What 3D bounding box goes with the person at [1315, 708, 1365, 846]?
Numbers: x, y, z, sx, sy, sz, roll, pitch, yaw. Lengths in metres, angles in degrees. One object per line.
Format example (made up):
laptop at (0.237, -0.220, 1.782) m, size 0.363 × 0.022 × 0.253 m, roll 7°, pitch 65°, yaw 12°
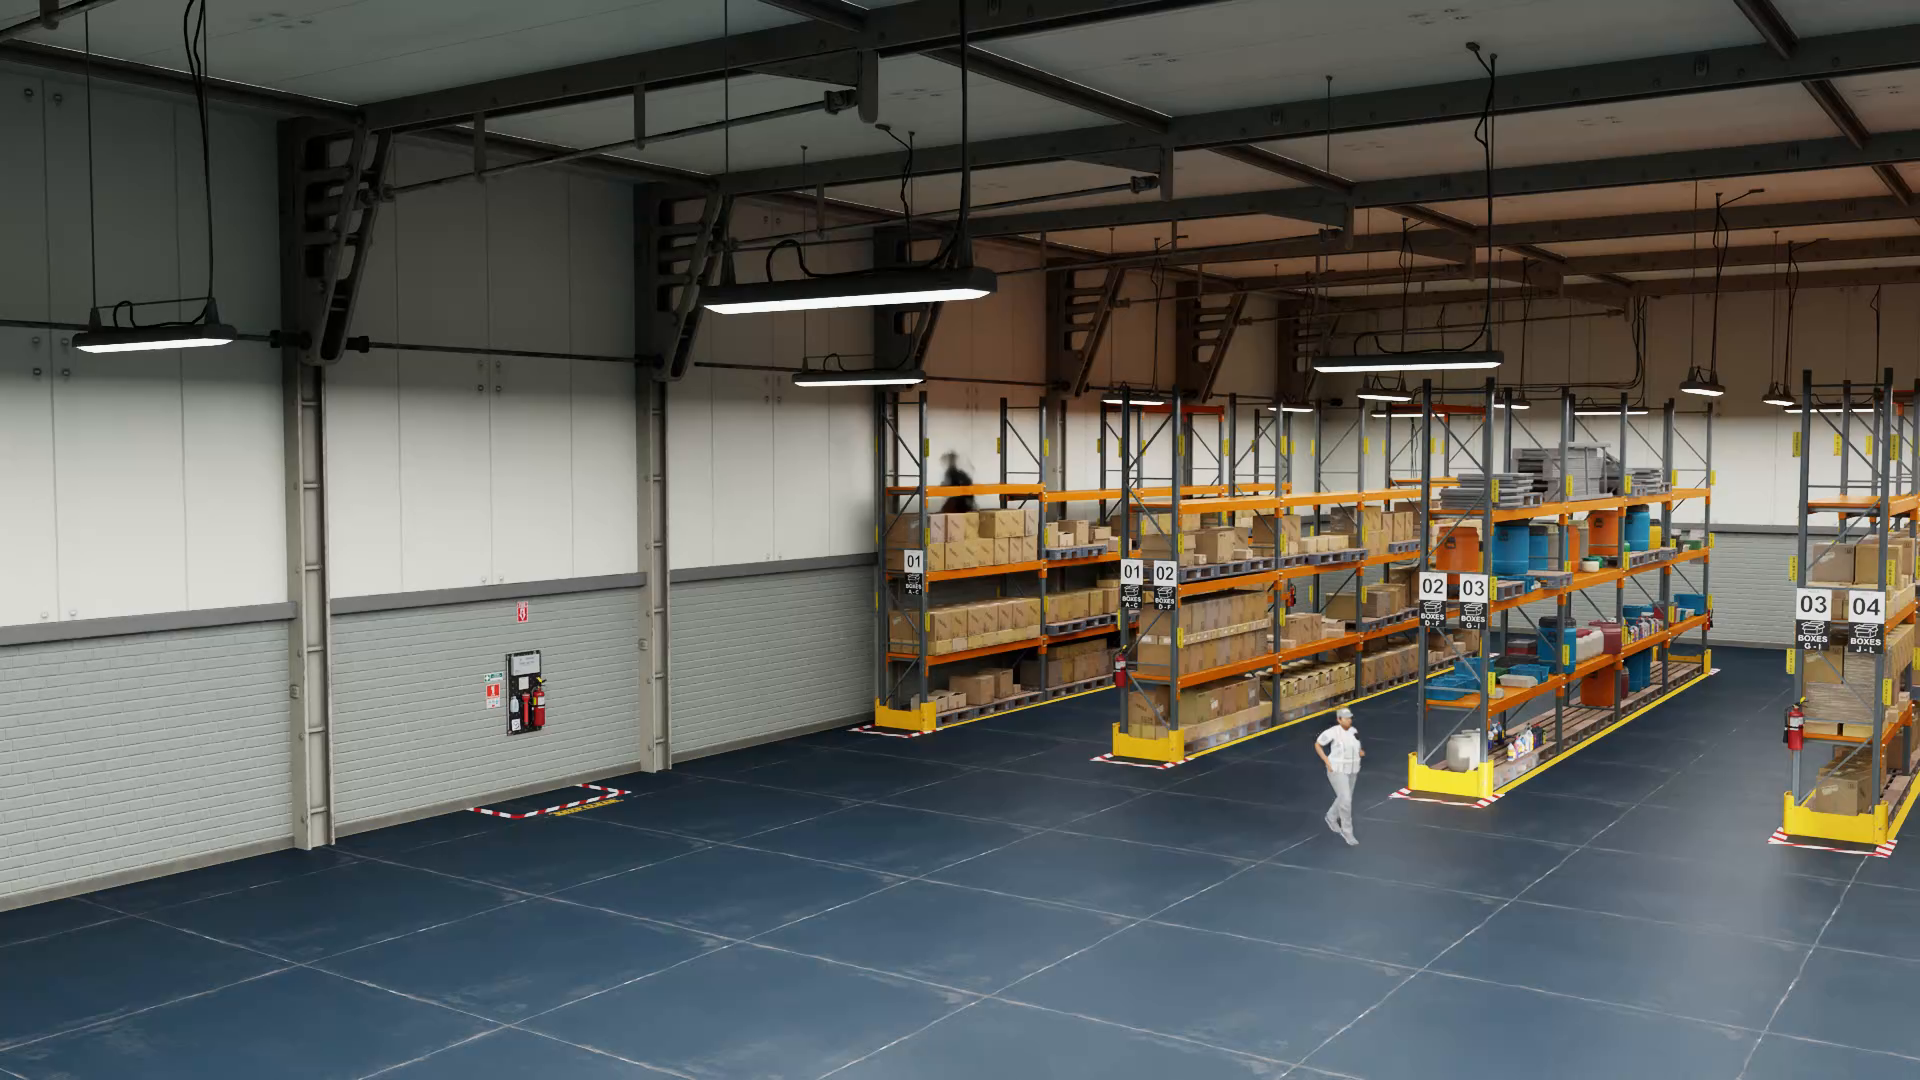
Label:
person at (4.892, 2.992, 21.262) m, size 0.595 × 1.708 × 0.760 m, roll -2°, pitch 4°, yaw -29°
